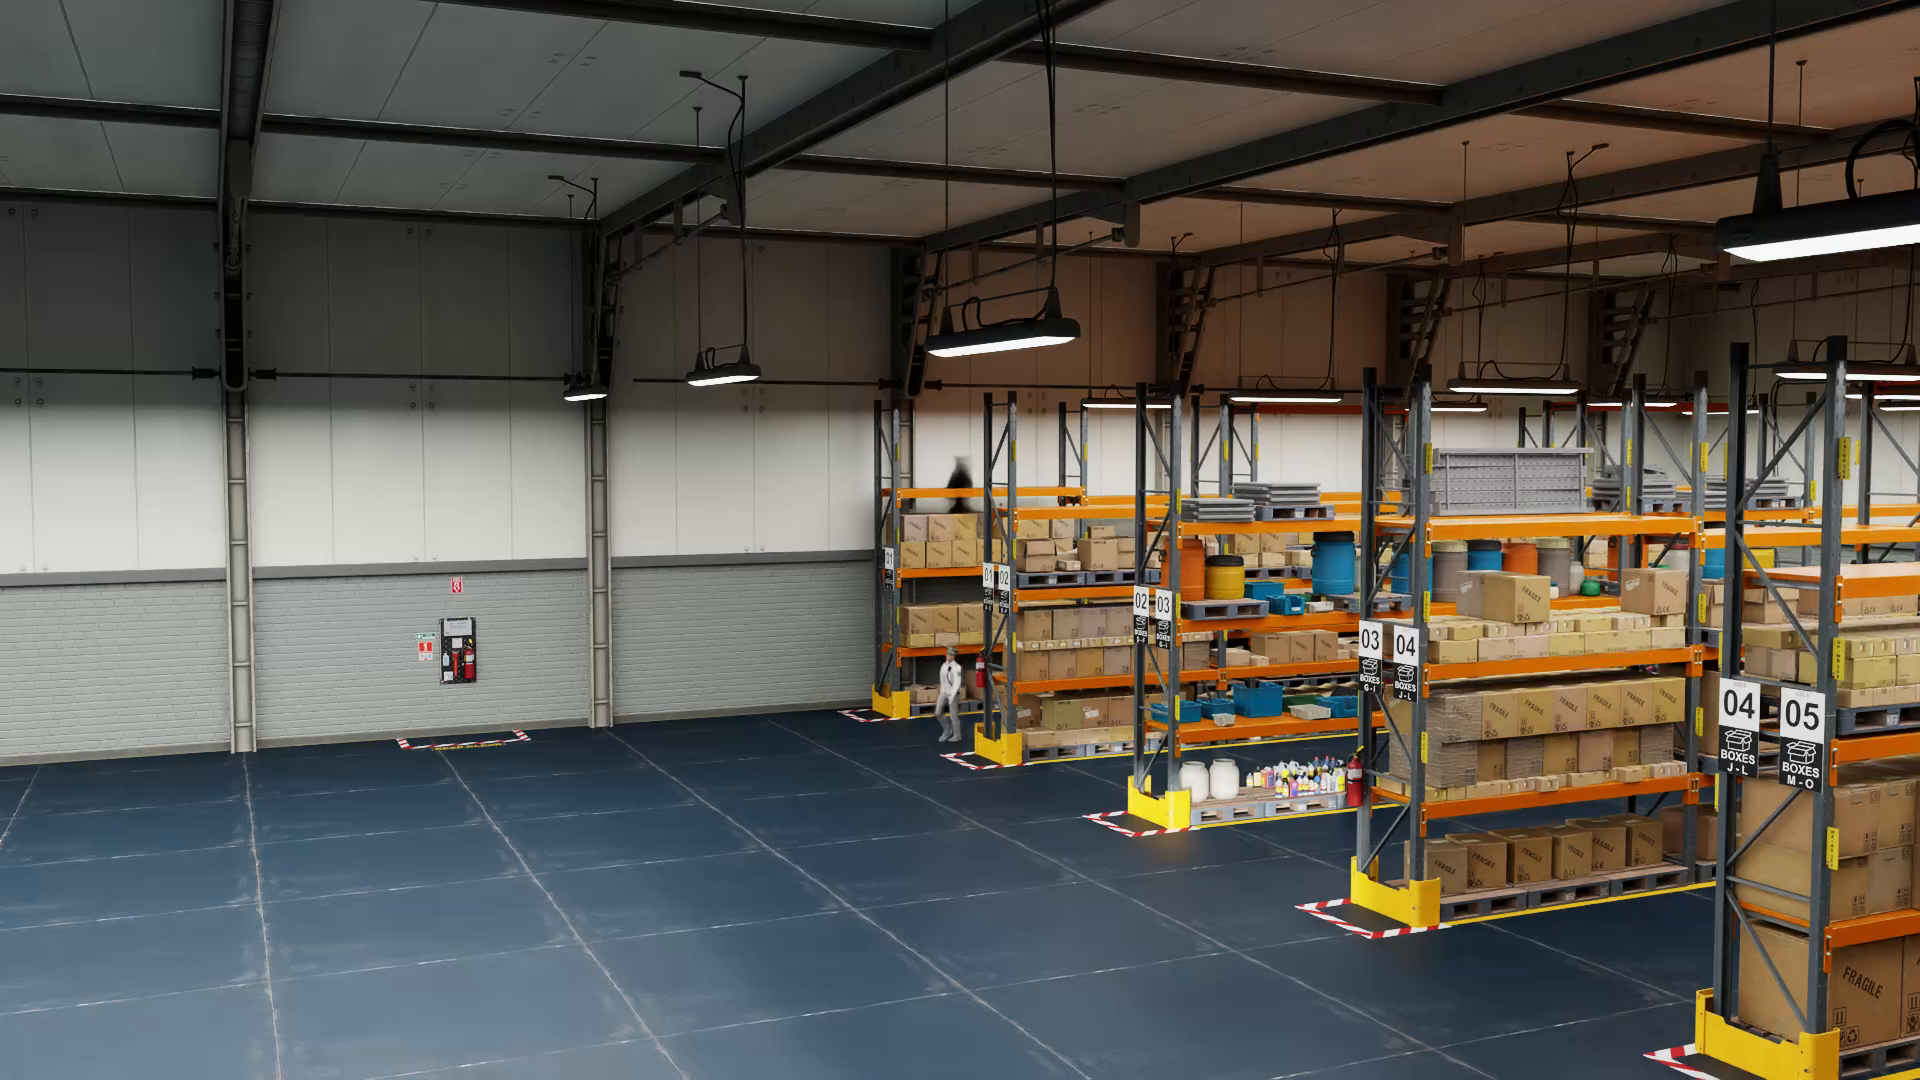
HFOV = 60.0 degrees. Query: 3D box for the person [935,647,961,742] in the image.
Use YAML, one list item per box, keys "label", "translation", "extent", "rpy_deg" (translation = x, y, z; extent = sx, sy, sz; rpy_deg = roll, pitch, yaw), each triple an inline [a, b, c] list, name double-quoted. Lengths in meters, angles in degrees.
- label: "person"
  translation: [-0.157, 2.657, 28.576]
  extent: [0.538, 1.670, 0.507]
  rpy_deg: [3, 4, 41]
